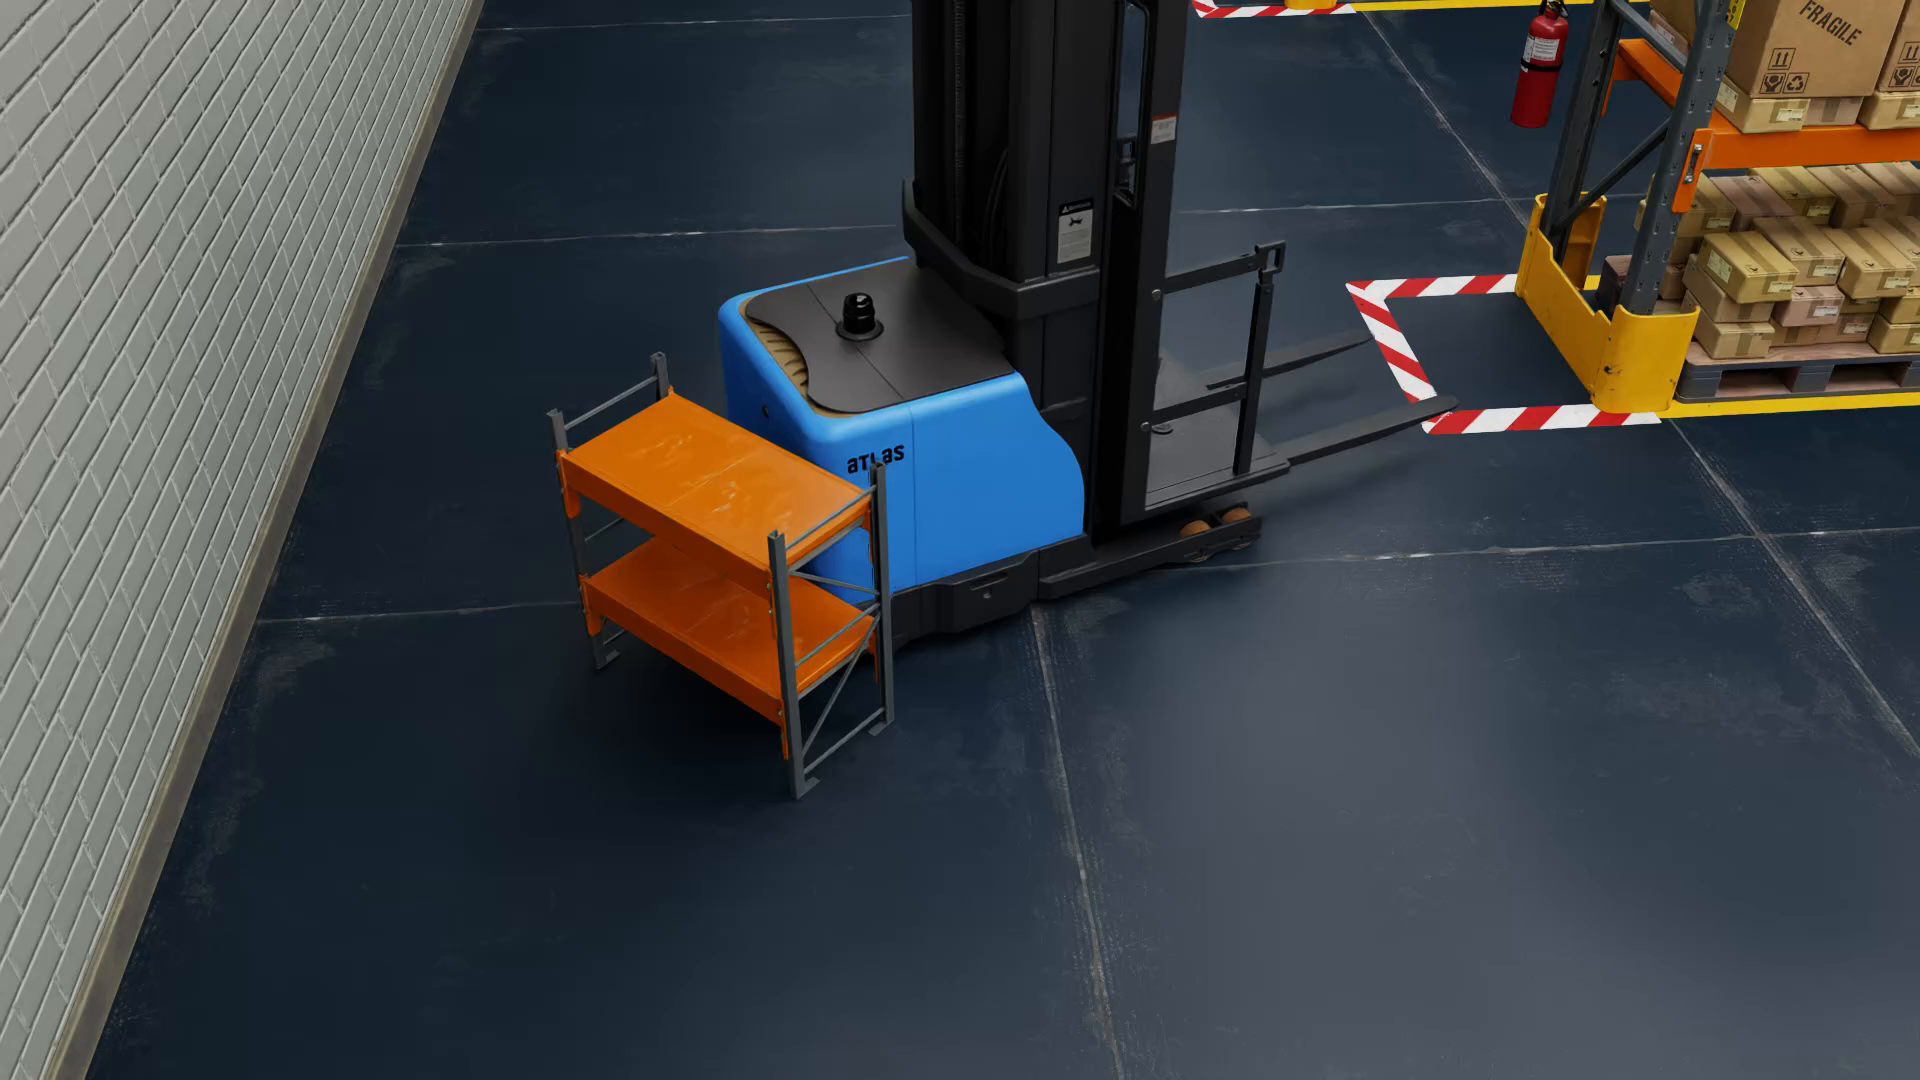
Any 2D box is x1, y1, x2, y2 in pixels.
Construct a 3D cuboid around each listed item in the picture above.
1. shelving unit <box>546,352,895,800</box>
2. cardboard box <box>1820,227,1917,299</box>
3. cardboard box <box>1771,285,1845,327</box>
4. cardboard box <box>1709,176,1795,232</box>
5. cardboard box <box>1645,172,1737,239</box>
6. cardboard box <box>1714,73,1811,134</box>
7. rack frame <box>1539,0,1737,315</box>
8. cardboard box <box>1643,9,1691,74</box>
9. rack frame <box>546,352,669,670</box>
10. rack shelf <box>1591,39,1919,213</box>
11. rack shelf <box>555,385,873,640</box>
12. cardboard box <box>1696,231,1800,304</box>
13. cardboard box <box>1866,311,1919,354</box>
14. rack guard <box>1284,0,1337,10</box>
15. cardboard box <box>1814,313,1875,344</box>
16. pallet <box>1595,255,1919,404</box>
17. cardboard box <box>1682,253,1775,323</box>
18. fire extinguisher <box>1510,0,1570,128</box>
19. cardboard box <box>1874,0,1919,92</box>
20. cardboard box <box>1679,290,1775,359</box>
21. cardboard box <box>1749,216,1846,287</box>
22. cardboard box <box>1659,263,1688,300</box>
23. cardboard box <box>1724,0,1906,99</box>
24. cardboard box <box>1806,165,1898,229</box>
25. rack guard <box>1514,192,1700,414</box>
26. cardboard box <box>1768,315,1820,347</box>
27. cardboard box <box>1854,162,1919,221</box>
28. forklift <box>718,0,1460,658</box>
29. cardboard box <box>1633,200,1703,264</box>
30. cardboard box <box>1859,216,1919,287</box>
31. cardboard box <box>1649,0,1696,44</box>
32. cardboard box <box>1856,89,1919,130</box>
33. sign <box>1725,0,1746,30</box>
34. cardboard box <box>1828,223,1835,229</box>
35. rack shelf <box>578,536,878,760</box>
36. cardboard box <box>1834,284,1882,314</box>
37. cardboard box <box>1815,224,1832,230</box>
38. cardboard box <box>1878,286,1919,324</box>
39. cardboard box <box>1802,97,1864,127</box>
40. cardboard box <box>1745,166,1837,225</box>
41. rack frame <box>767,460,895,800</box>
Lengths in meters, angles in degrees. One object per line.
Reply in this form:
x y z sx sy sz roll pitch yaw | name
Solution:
-0.797 0.114 5.697 1.048 1.125 0.538 27 46 30 | shelving unit
3.999 -1.229 7.368 0.250 0.149 0.380 -3 38 -4 | cardboard box
3.743 -1.120 7.470 0.250 0.149 0.380 -3 38 -4 | cardboard box
3.681 -1.550 7.775 0.250 0.149 0.380 -2 38 -3 | cardboard box
3.425 -1.571 7.802 0.250 0.149 0.380 -3 38 -3 | cardboard box
3.272 -1.824 6.842 0.250 0.149 0.380 -3 38 -4 | cardboard box
2.920 -2.107 6.998 0.127 3.000 1.000 -3 38 -4 | rack frame
3.220 -2.200 7.320 0.250 0.149 0.380 -3 38 -4 | cardboard box
-1.189 -0.086 5.951 0.032 1.125 0.500 27 46 30 | rack frame
4.912 -1.934 7.360 4.000 0.370 1.077 -3 38 -4 | rack shelf
-0.797 -0.116 5.516 1.000 0.278 0.538 27 46 30 | rack shelf
3.472 -1.205 7.338 0.250 0.149 0.380 -5 39 -6 | cardboard box
4.235 -1.013 7.574 0.250 0.149 0.380 -3 38 -3 | cardboard box
2.357 -4.173 11.635 0.348 0.500 1.175 -3 38 -4 | rack guard
3.971 -1.066 7.642 0.250 0.149 0.380 -3 38 -3 | cardboard box
3.808 -1.039 7.896 1.213 0.211 1.003 -3 38 -4 | pallet
3.465 -1.139 7.495 0.250 0.149 0.380 -2 38 -2 | cardboard box
2.629 -2.201 7.481 0.183 0.674 0.296 -3 38 -4 | fire extinguisher
3.923 -2.162 6.748 0.500 0.500 0.500 -3 38 -4 | cardboard box
3.471 -0.984 7.537 0.250 0.149 0.380 -2 38 -3 | cardboard box
3.736 -1.294 7.451 0.250 0.149 0.380 -2 38 -3 | cardboard box
3.426 -1.310 7.951 0.250 0.149 0.380 -3 38 -3 | cardboard box
3.392 -2.117 6.690 0.500 0.500 0.500 -1 38 -2 | cardboard box
4.191 -1.617 7.860 0.250 0.149 0.380 -5 39 -6 | cardboard box
2.996 -1.130 7.778 0.348 0.500 1.175 -3 38 -4 | rack guard
3.724 -1.048 7.620 0.250 0.149 0.380 -3 38 -4 | cardboard box
4.453 -1.666 7.923 0.250 0.149 0.380 -2 38 -2 | cardboard box
0.645 -1.337 6.078 3.031 2.935 1.130 -17 41 -20 | forklift
3.421 -1.474 7.919 0.250 0.149 0.380 -4 38 -5 | cardboard box
4.238 -1.294 7.450 0.250 0.149 0.380 -5 39 -6 | cardboard box
3.345 -2.446 7.108 0.500 0.500 0.500 -2 38 -3 | cardboard box
3.795 -1.845 6.869 0.250 0.149 0.380 -4 38 -5 | cardboard box
2.969 -2.112 6.306 0.005 0.325 0.100 -3 38 -4 | sign
4.215 -1.455 7.895 0.250 0.149 0.380 -4 38 -5 | cardboard box
-0.797 0.306 5.849 1.000 0.278 0.538 27 46 30 | rack shelf
3.979 -1.188 7.556 0.250 0.149 0.380 -3 38 -3 | cardboard box
3.938 -1.504 7.957 0.250 0.149 0.380 -5 39 -6 | cardboard box
4.244 -1.135 7.489 0.250 0.149 0.380 -2 38 -3 | cardboard box
3.522 -1.863 6.892 0.250 0.149 0.380 -2 38 -2 | cardboard box
3.927 -1.642 7.892 0.250 0.149 0.380 -4 38 -5 | cardboard box
-0.405 0.314 5.443 0.032 1.125 0.500 27 46 30 | rack frame
